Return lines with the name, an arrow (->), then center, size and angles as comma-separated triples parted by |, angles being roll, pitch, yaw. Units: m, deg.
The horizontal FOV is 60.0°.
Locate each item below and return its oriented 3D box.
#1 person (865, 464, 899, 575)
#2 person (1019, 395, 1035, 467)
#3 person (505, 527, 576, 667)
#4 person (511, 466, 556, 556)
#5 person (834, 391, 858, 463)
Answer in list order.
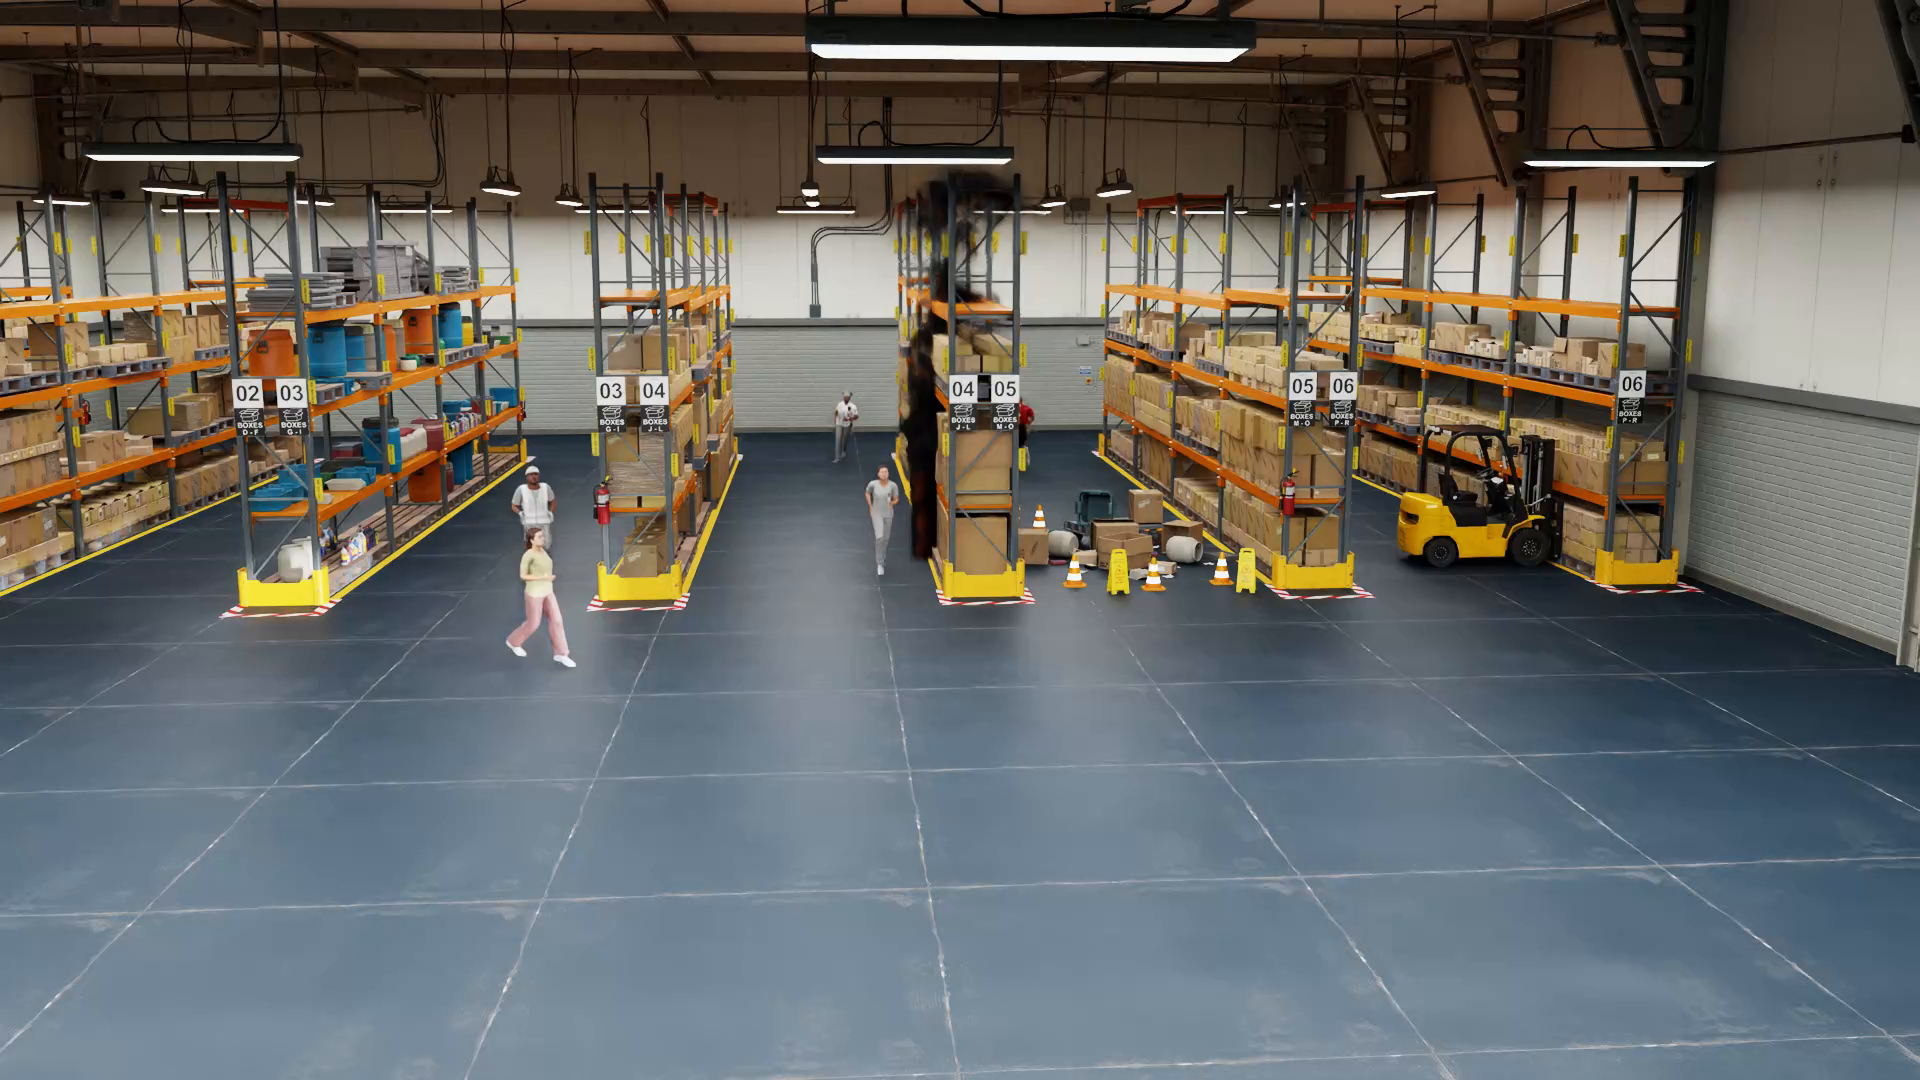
person -> -1.192, -0.337, 25.756 | 0.480, 1.700, 0.818 | -3, 10, -15
person -> 1.354, -2.470, 37.835 | 0.644, 1.679, 0.595 | -3, 10, -17
person -> -5.083, 0.676, 20.003 | 0.956, 1.684, 0.576 | 4, 11, 23
person -> -6.408, -0.250, 25.114 | 0.677, 1.734, 0.614 | -4, 11, -22
person -> -2.683, -2.669, 39.177 | 0.616, 1.694, 0.816 | 2, 10, 11
